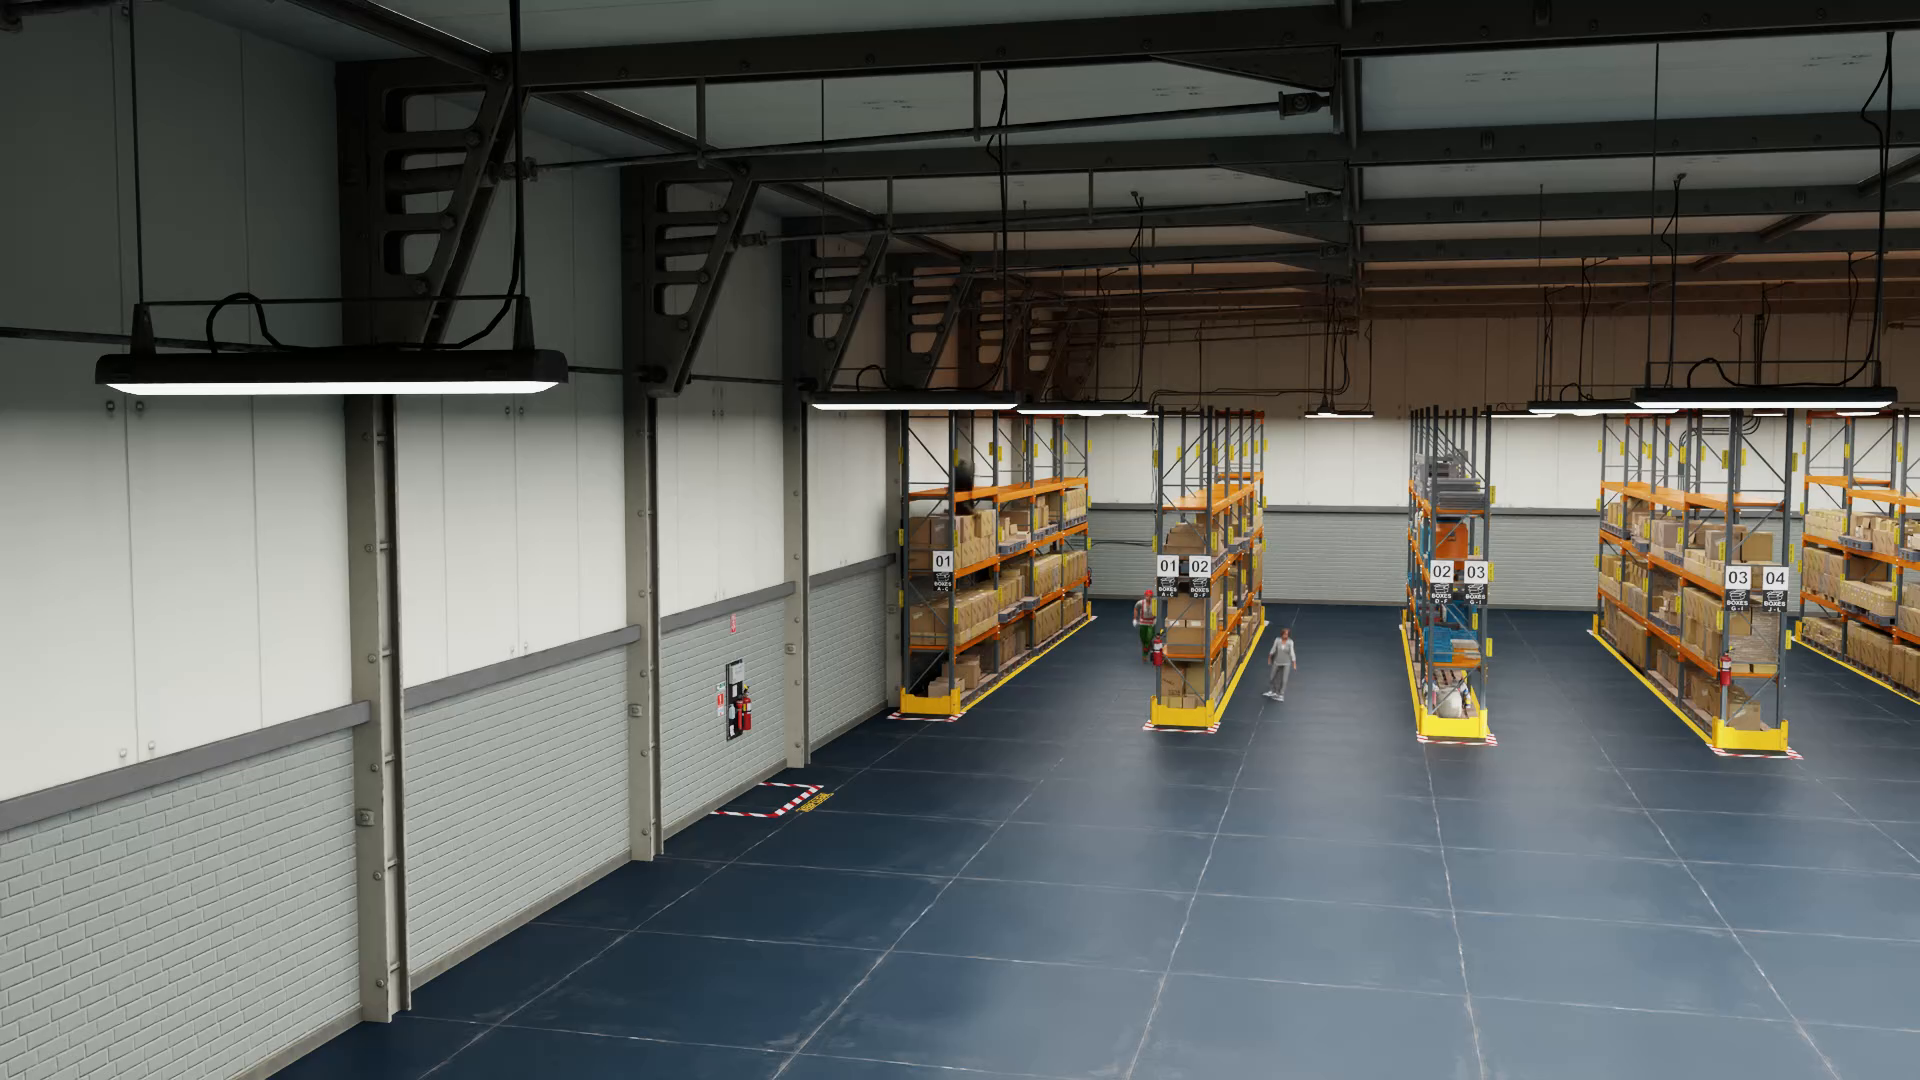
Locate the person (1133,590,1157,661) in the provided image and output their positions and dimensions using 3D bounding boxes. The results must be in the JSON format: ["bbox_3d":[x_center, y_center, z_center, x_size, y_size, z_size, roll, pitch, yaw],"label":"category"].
[{"bbox_3d":[4.480,2.021,39.741,0.658,1.715,0.703,0,4,-1],"label":"person"}]

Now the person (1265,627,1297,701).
[{"bbox_3d":[6.566,2.520,33.975,0.674,1.506,0.583,1,4,18],"label":"person"}]
